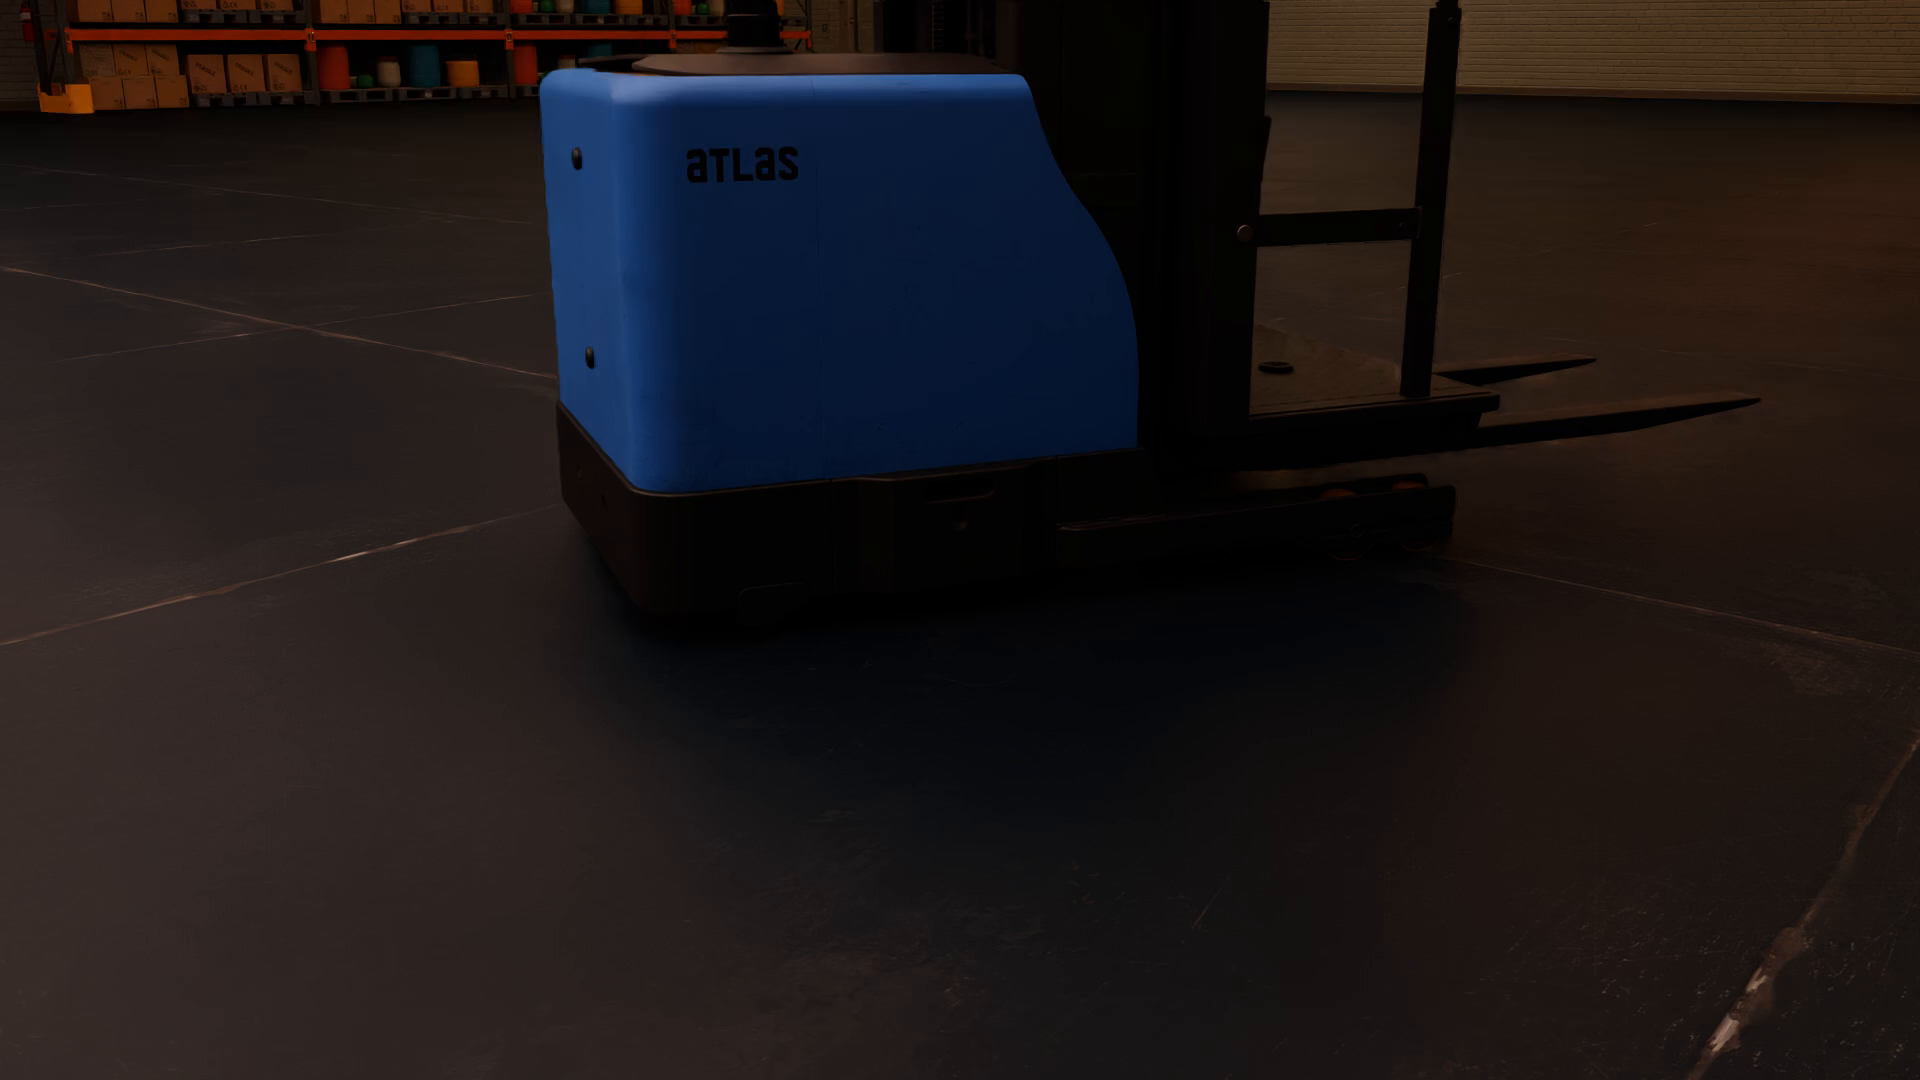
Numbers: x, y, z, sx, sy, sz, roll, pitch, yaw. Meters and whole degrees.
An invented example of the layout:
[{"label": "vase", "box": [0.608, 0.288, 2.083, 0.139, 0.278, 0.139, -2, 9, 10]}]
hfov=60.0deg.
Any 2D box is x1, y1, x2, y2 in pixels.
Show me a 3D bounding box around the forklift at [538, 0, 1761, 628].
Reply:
[{"label": "forklift", "box": [0.599, -1.487, 3.793, 3.031, 2.935, 1.130, -7, 18, -21]}]
